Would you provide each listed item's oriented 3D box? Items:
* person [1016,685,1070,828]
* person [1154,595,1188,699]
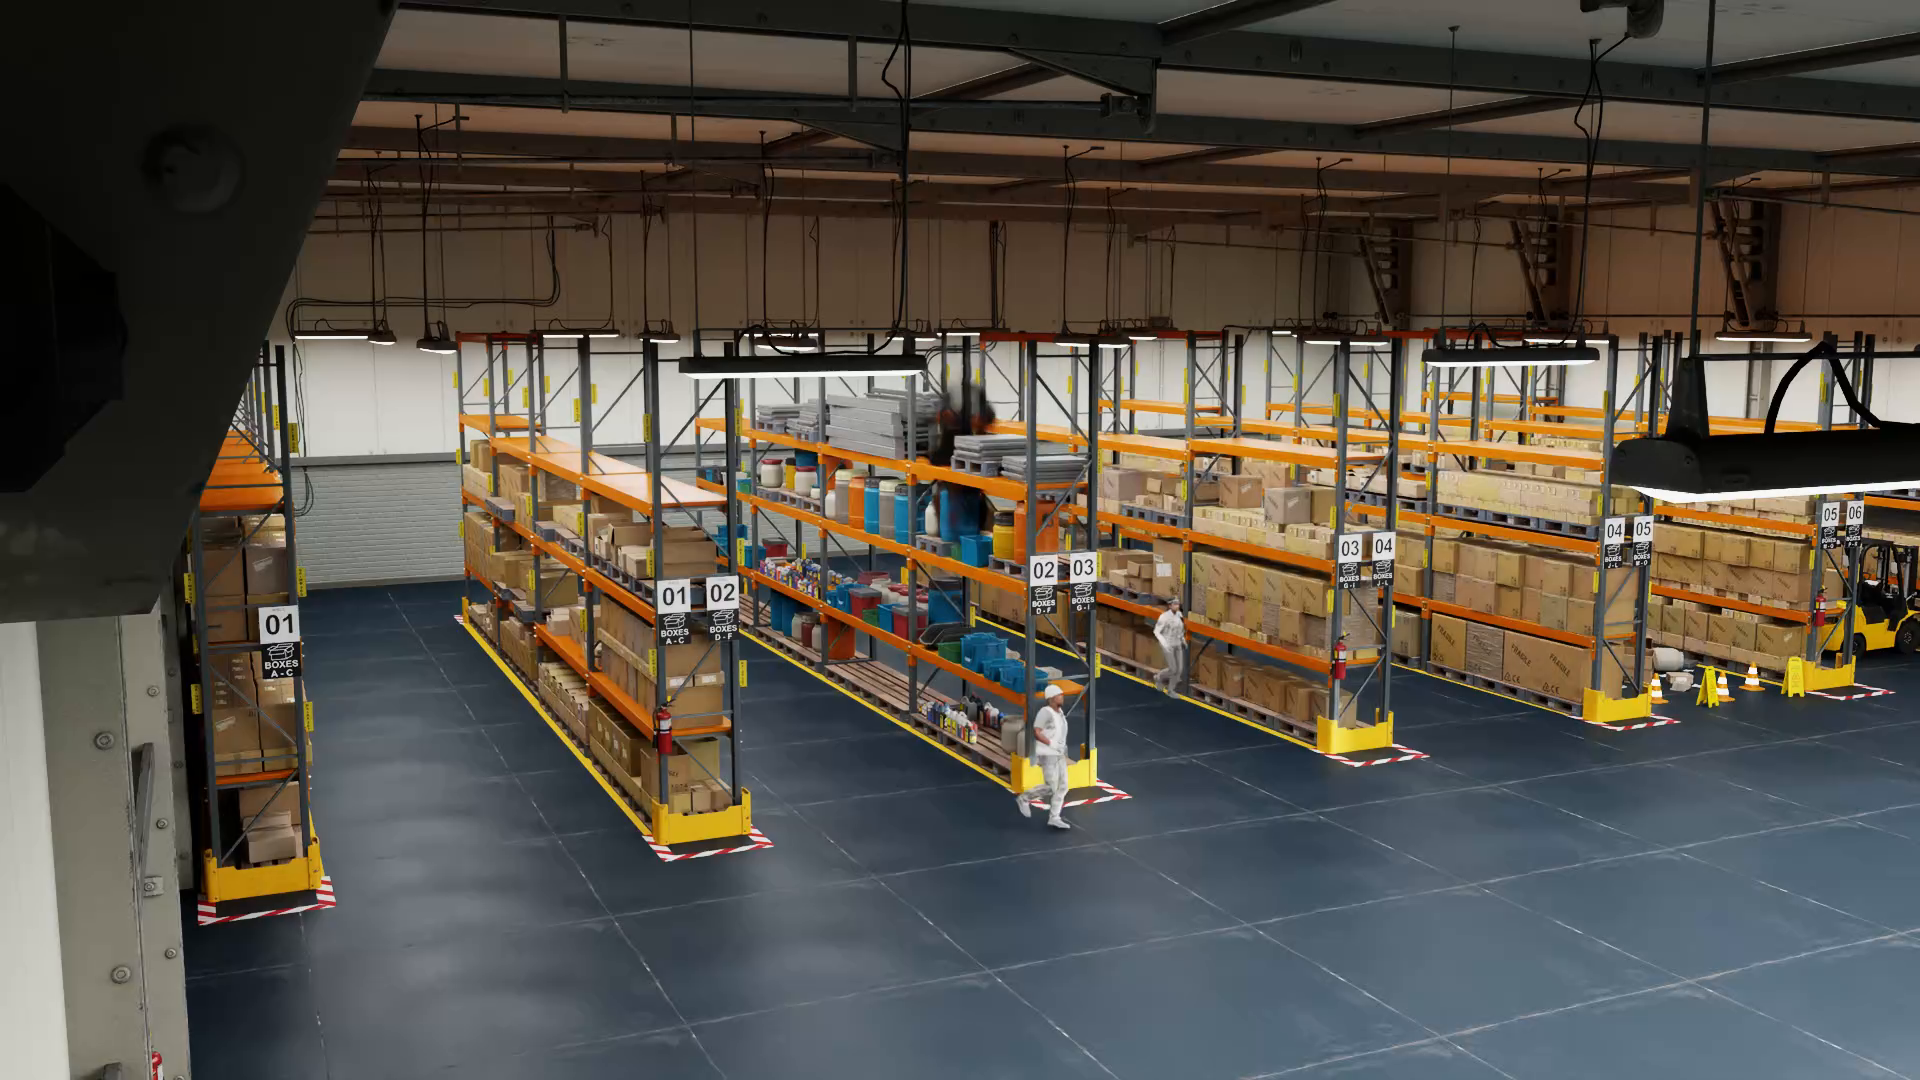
[{"bbox_3d":[1.142,2.684,20.901,0.743,1.740,0.729,4,9,26],"label":"person"},{"bbox_3d":[3.342,1.676,26.440,0.603,1.654,0.506,-5,9,-32],"label":"person"}]
